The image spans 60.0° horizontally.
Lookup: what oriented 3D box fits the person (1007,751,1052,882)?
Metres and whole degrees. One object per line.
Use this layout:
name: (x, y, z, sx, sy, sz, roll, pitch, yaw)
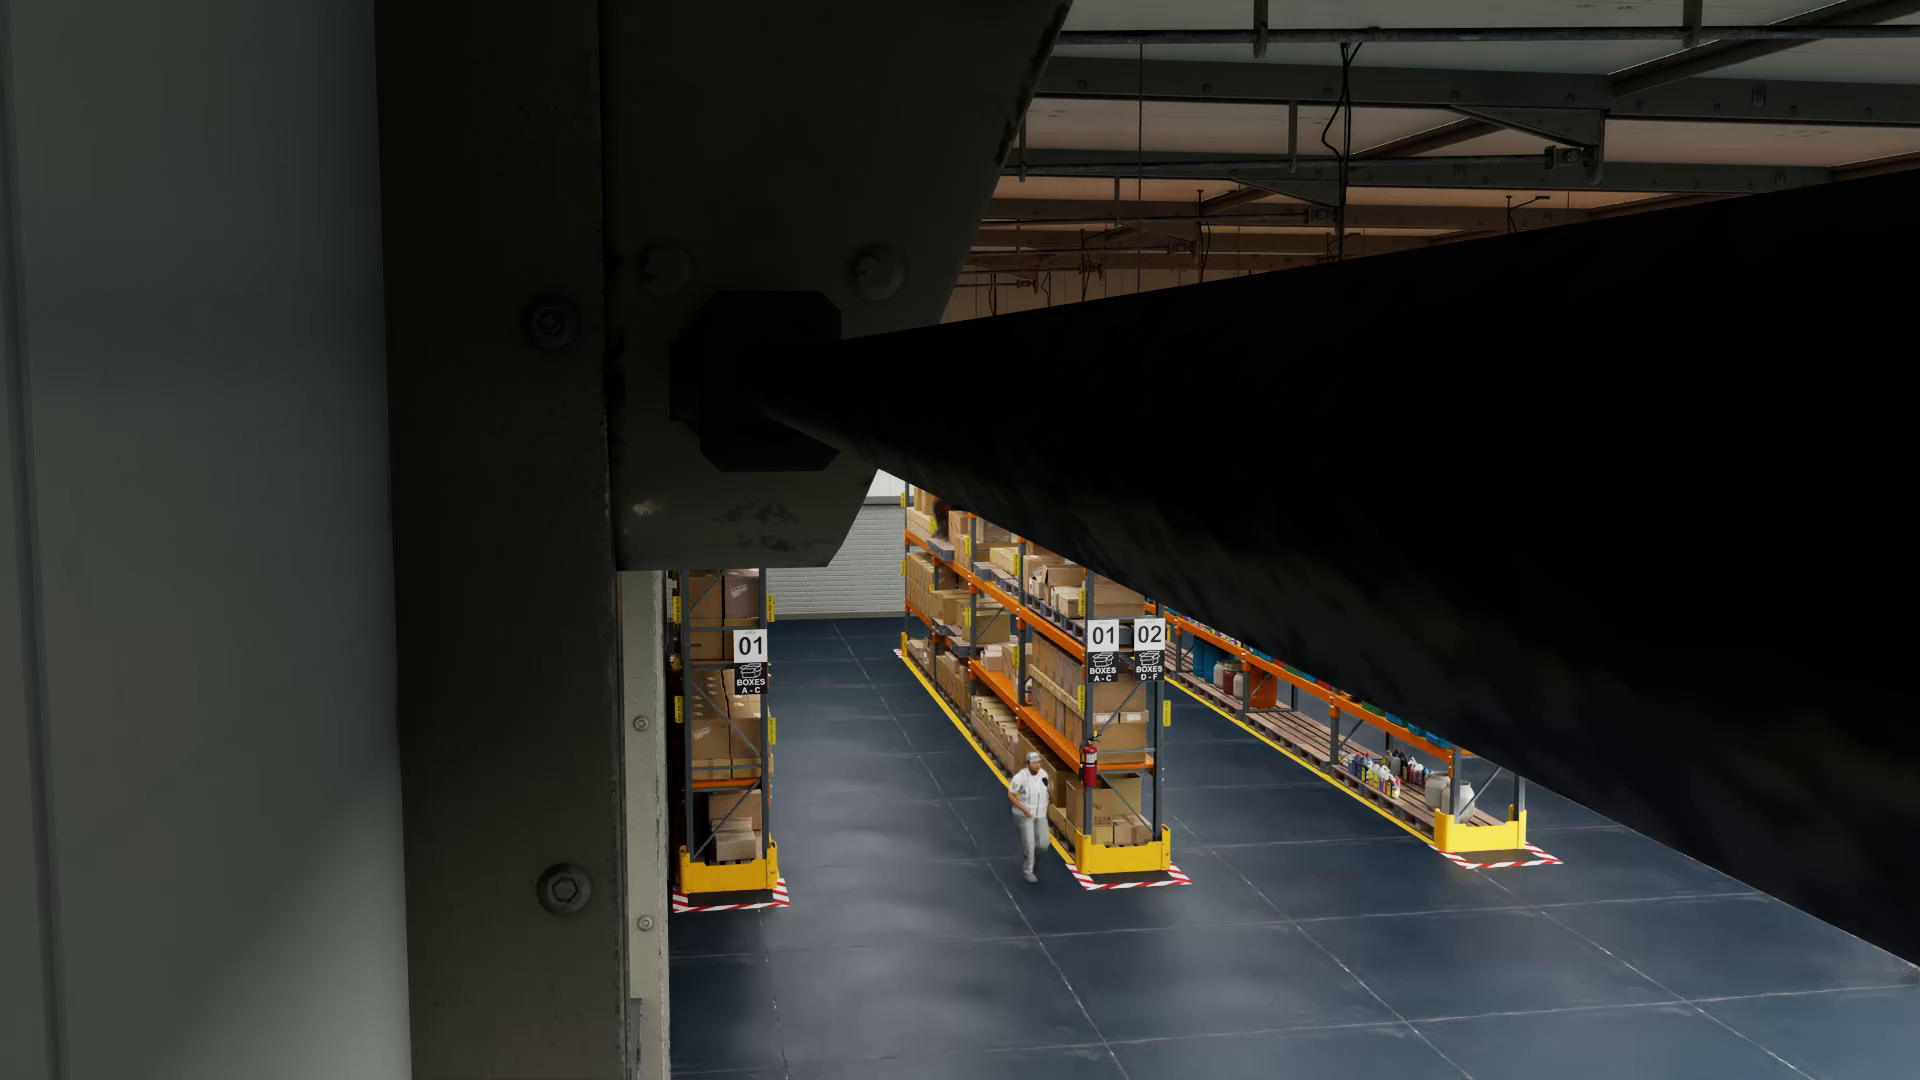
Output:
person: (0.883, 3.413, 20.575, 0.623, 1.638, 0.553, -3, 7, -26)
